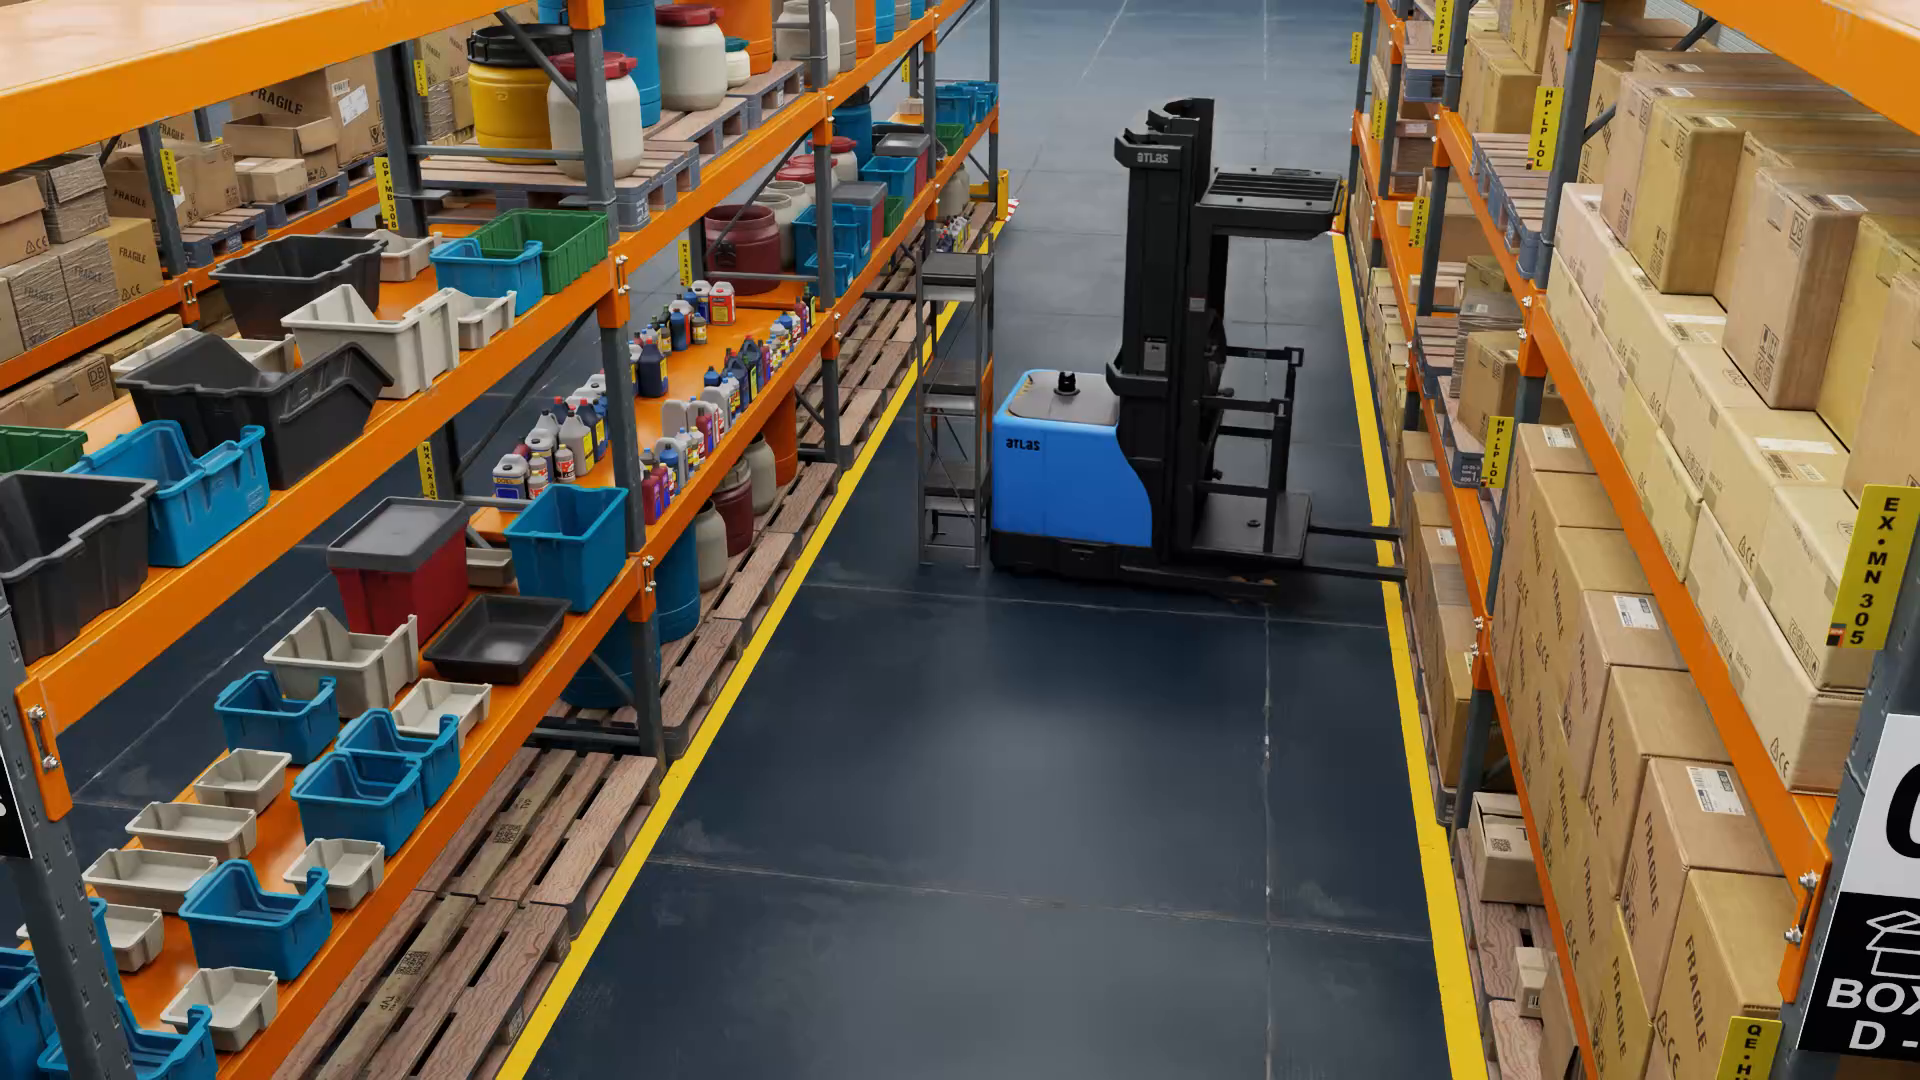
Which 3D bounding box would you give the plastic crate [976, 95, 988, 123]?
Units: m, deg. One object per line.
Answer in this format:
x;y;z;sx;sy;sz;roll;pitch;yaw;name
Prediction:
0.033;-4.609;17.734;0.499;0.251;0.408;4;25;9;plastic crate

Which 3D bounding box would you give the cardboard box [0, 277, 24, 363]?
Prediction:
-6.352;-1.359;10.496;0.500;0.500;0.500;5;25;10;cardboard box

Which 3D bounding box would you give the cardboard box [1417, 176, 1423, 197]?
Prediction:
4.126;-2.883;14.048;0.500;0.250;0.500;6;26;12;cardboard box

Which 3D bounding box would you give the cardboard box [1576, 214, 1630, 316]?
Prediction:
2.452;-0.936;5.760;0.500;0.250;0.500;4;25;9;cardboard box

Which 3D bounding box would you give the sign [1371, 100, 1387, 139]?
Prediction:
3.616;-3.626;14.343;0.100;0.325;0.005;4;25;9;sign

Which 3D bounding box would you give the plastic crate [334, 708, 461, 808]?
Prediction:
-2.054;0.806;6.117;0.416;0.233;0.300;4;25;9;plastic crate

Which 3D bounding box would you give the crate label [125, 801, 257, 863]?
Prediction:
-2.646;1.014;5.785;0.396;0.136;0.243;4;25;9;crate label

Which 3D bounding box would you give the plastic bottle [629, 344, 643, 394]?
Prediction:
-1.993;-1.037;10.074;0.152;0.276;0.135;4;25;9;plastic bottle

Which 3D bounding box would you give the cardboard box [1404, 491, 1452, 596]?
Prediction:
2.987;0.045;10.045;0.500;0.500;0.500;4;25;8;cardboard box

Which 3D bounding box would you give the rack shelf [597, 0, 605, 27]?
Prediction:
-1.703;-3.206;8.804;1.077;0.370;4.000;4;25;9;rack shelf

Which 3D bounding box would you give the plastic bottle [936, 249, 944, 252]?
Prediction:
-0.212;-2.711;16.196;0.152;0.276;0.135;5;26;10;plastic bottle

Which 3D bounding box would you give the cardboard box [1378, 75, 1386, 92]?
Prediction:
4.332;-4.484;16.408;0.380;0.149;0.250;4;25;8;cardboard box

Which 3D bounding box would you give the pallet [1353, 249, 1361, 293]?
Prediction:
4.532;-2.739;16.852;1.003;0.211;1.213;4;25;9;pallet

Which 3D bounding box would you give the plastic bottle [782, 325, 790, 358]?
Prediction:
-1.144;-1.278;10.675;0.097;0.201;0.097;0;25;0;plastic bottle

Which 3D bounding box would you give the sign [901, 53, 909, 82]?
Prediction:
-0.611;-5.343;18.800;0.100;0.325;0.005;4;25;9;sign

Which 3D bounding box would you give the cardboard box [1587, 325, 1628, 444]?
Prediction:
2.364;-0.501;5.420;0.500;0.250;0.500;4;25;9;cardboard box

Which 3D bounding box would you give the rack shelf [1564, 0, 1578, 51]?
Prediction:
3.183;-2.861;8.067;1.077;0.370;4.000;4;25;9;rack shelf

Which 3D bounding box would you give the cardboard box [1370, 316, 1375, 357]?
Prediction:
3.768;-1.740;14.177;0.500;0.250;0.500;5;25;10;cardboard box

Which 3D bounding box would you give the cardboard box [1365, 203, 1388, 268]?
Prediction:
4.117;-2.862;15.690;0.500;0.500;0.500;4;25;9;cardboard box

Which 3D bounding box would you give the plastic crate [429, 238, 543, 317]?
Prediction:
-1.864;-1.039;6.590;0.416;0.233;0.300;4;25;9;plastic crate

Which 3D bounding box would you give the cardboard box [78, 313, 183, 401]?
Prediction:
-6.396;-1.116;12.106;1.225;0.875;0.875;3;25;6;cardboard box

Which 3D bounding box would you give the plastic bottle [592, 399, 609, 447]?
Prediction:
-2.016;-0.651;9.254;0.097;0.271;0.097;0;25;0;plastic bottle

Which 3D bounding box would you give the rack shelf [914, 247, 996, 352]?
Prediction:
-0.027;-1.503;10.366;0.431;0.518;0.480;4;25;9;rack shelf

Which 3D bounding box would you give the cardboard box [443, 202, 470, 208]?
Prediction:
-5.418;-3.311;17.238;0.500;0.500;0.500;13;28;25;cardboard box

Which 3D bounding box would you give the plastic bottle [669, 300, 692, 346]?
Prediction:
-1.841;-1.424;10.899;0.152;0.276;0.135;4;25;9;plastic bottle

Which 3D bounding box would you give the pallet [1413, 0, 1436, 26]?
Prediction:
4.032;-4.062;13.078;0.805;0.209;1.217;3;25;6;pallet

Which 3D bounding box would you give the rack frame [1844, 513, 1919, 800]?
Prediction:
2.202;-0.858;2.469;1.000;3.000;0.127;4;25;9;rack frame

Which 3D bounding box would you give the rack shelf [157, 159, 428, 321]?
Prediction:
-5.936;-2.686;14.298;1.077;0.370;4.000;4;25;9;rack shelf

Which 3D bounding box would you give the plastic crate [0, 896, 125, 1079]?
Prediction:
-2.813;1.318;4.784;0.616;0.435;0.499;4;25;9;plastic crate

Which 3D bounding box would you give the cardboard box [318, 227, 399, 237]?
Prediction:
-5.730;-2.660;15.824;0.700;0.500;0.500;2;25;4;cardboard box

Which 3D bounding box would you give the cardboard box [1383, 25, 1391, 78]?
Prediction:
4.558;-4.818;16.357;0.700;0.500;0.500;4;25;9;cardboard box

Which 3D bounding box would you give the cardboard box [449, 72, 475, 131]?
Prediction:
-5.358;-4.419;16.683;0.875;0.500;0.500;4;25;9;cardboard box

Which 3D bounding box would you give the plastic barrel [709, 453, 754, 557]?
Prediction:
-1.624;-0.252;10.599;0.600;0.588;0.708;4;25;9;plastic barrel

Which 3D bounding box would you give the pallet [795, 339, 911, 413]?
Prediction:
-1.010;-1.399;13.990;1.003;0.211;1.213;4;25;9;pallet

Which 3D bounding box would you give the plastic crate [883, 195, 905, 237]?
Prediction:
-0.729;-2.661;13.647;0.450;0.188;0.662;4;25;9;plastic crate

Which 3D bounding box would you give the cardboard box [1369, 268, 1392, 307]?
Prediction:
3.850;-2.203;14.506;0.500;0.311;0.500;4;25;9;cardboard box

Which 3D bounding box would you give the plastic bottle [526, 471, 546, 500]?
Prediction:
-2.158;-0.255;8.492;0.097;0.201;0.097;0;25;0;plastic bottle

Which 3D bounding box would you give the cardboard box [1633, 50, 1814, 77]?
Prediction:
2.814;-1.465;6.006;0.700;0.500;0.500;4;25;9;cardboard box

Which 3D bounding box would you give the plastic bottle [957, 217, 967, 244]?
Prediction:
-0.005;-3.241;17.331;0.152;0.276;0.135;4;25;9;plastic bottle

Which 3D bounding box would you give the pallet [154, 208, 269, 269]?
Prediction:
-6.251;-2.394;13.052;1.213;0.211;1.003;4;25;9;pallet

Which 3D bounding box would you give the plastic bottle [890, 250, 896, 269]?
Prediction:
-0.720;-2.840;16.474;0.152;0.276;0.135;4;25;9;plastic bottle

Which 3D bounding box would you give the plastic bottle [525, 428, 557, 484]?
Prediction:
-2.225;-0.443;8.804;0.152;0.276;0.135;4;25;9;plastic bottle

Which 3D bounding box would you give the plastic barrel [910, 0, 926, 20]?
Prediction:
-0.592;-4.863;13.971;0.600;0.901;0.708;4;25;9;plastic barrel

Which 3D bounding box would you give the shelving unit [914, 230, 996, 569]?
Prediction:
-0.027;-0.882;10.657;0.431;2.100;0.503;4;25;9;shelving unit

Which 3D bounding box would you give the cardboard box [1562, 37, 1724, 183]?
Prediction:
3.098;-1.940;7.587;0.600;0.600;0.600;4;25;8;cardboard box

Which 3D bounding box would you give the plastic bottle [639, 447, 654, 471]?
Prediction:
-1.645;-0.390;8.779;0.097;0.201;0.097;0;25;0;plastic bottle

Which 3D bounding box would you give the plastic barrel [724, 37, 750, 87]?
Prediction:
-1.407;-2.859;9.950;0.301;0.262;0.301;0;25;0;plastic barrel

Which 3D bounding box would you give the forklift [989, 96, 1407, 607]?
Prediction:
1.765;-1.162;10.275;3.031;2.935;1.130;6;26;13;forklift

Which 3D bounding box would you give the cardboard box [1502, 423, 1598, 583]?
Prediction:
2.502;-0.135;6.702;0.500;0.500;0.500;5;25;10;cardboard box

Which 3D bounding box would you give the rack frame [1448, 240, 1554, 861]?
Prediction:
2.856;0.186;7.315;1.000;3.000;0.127;4;25;9;rack frame

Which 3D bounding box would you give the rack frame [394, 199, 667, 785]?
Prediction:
-2.030;-0.159;8.051;1.000;3.000;0.127;4;25;9;rack frame

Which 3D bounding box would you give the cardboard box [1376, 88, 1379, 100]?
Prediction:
4.647;-4.464;17.131;0.700;0.500;0.500;5;25;10;cardboard box

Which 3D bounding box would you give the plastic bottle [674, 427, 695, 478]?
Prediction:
-1.473;-0.468;8.862;0.097;0.271;0.097;0;25;0;plastic bottle

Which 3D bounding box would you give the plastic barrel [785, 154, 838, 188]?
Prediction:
-1.215;-2.875;13.693;0.433;0.535;0.433;0;25;0;plastic barrel

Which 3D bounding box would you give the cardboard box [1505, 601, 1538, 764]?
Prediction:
2.424;0.549;6.421;0.500;0.500;0.500;4;25;9;cardboard box
